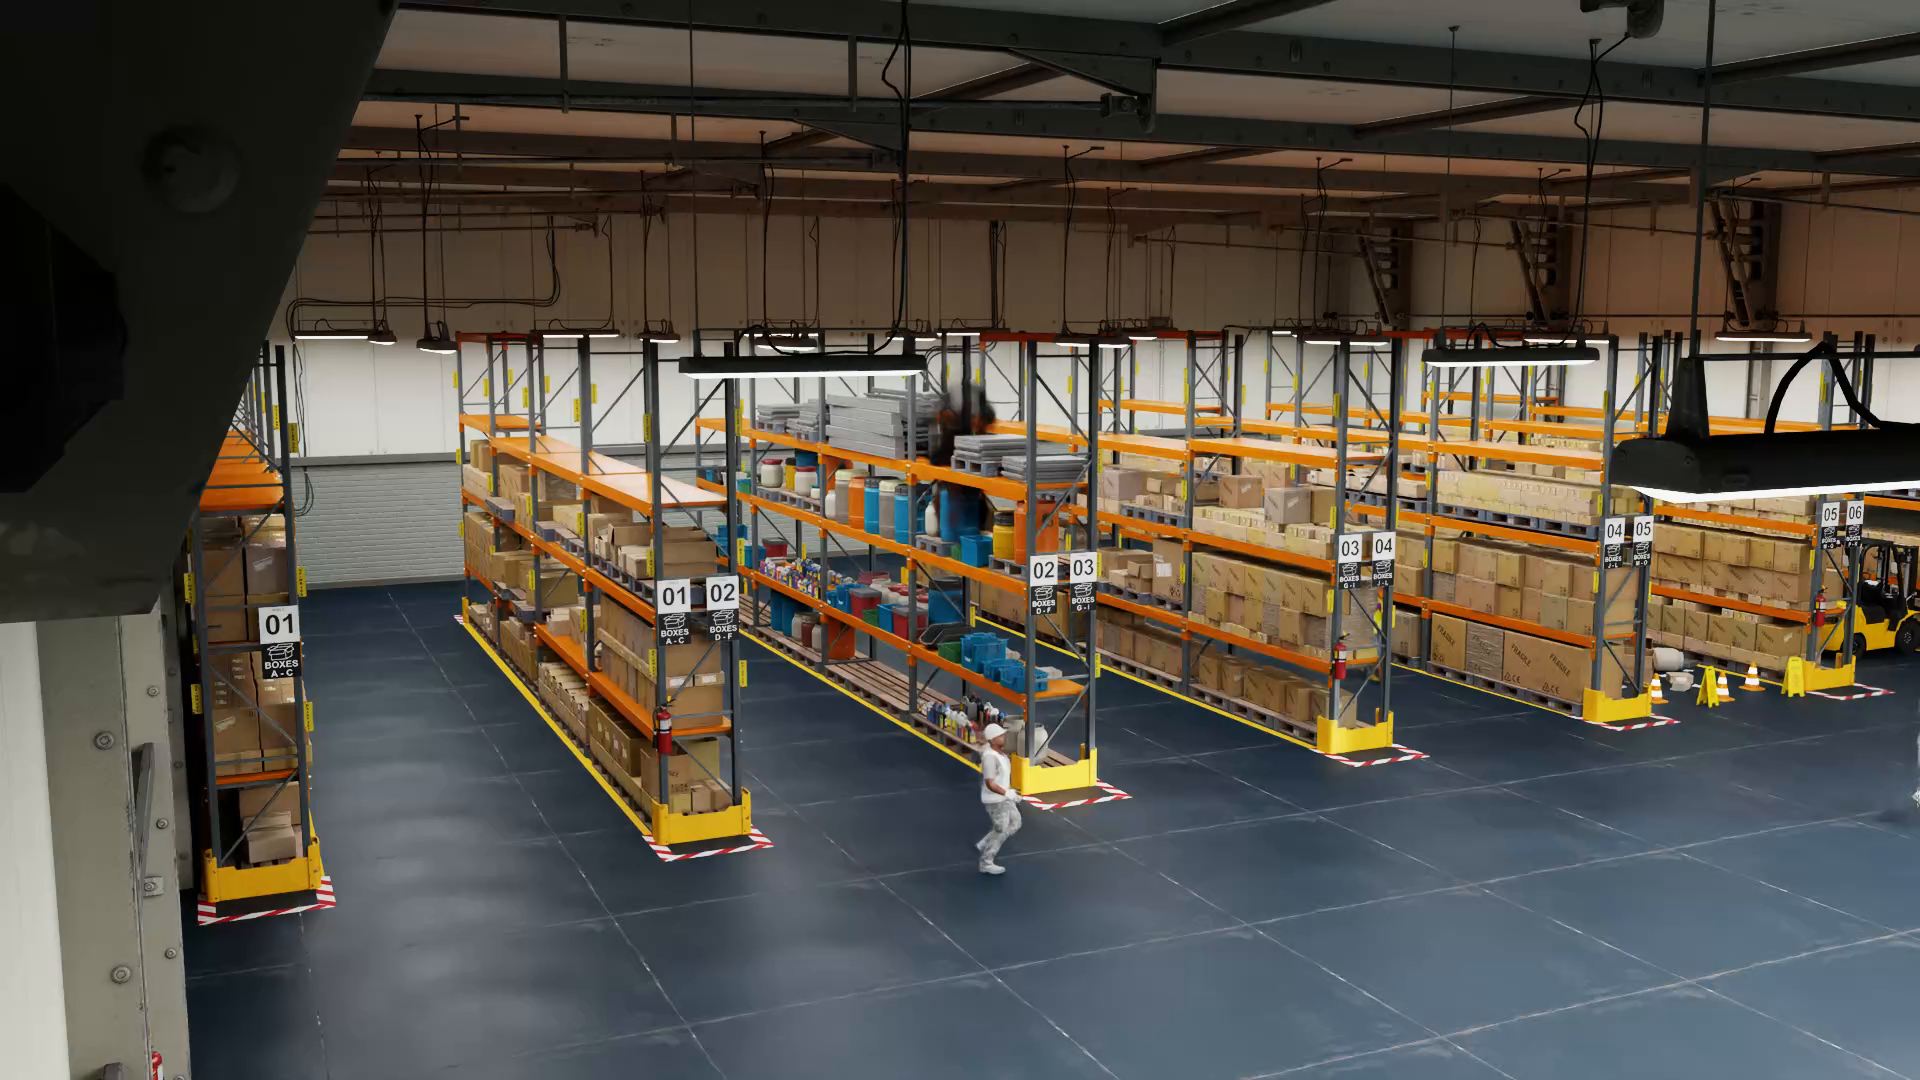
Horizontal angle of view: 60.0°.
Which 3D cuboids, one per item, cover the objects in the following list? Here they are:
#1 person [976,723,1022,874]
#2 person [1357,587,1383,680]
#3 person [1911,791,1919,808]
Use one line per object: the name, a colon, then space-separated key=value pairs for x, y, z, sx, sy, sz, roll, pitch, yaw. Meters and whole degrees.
person: x=0.444 y=2.931 z=18.921 sx=0.525 sy=1.739 sz=0.690 roll=1 pitch=8 yaw=4
person: x=7.196 y=1.588 z=28.976 sx=0.711 sy=1.724 sz=0.583 roll=-5 pitch=9 yaw=-33
person: x=12.360 y=2.676 z=20.751 sx=0.755 sy=1.771 sz=0.672 roll=2 pitch=8 yaw=12
